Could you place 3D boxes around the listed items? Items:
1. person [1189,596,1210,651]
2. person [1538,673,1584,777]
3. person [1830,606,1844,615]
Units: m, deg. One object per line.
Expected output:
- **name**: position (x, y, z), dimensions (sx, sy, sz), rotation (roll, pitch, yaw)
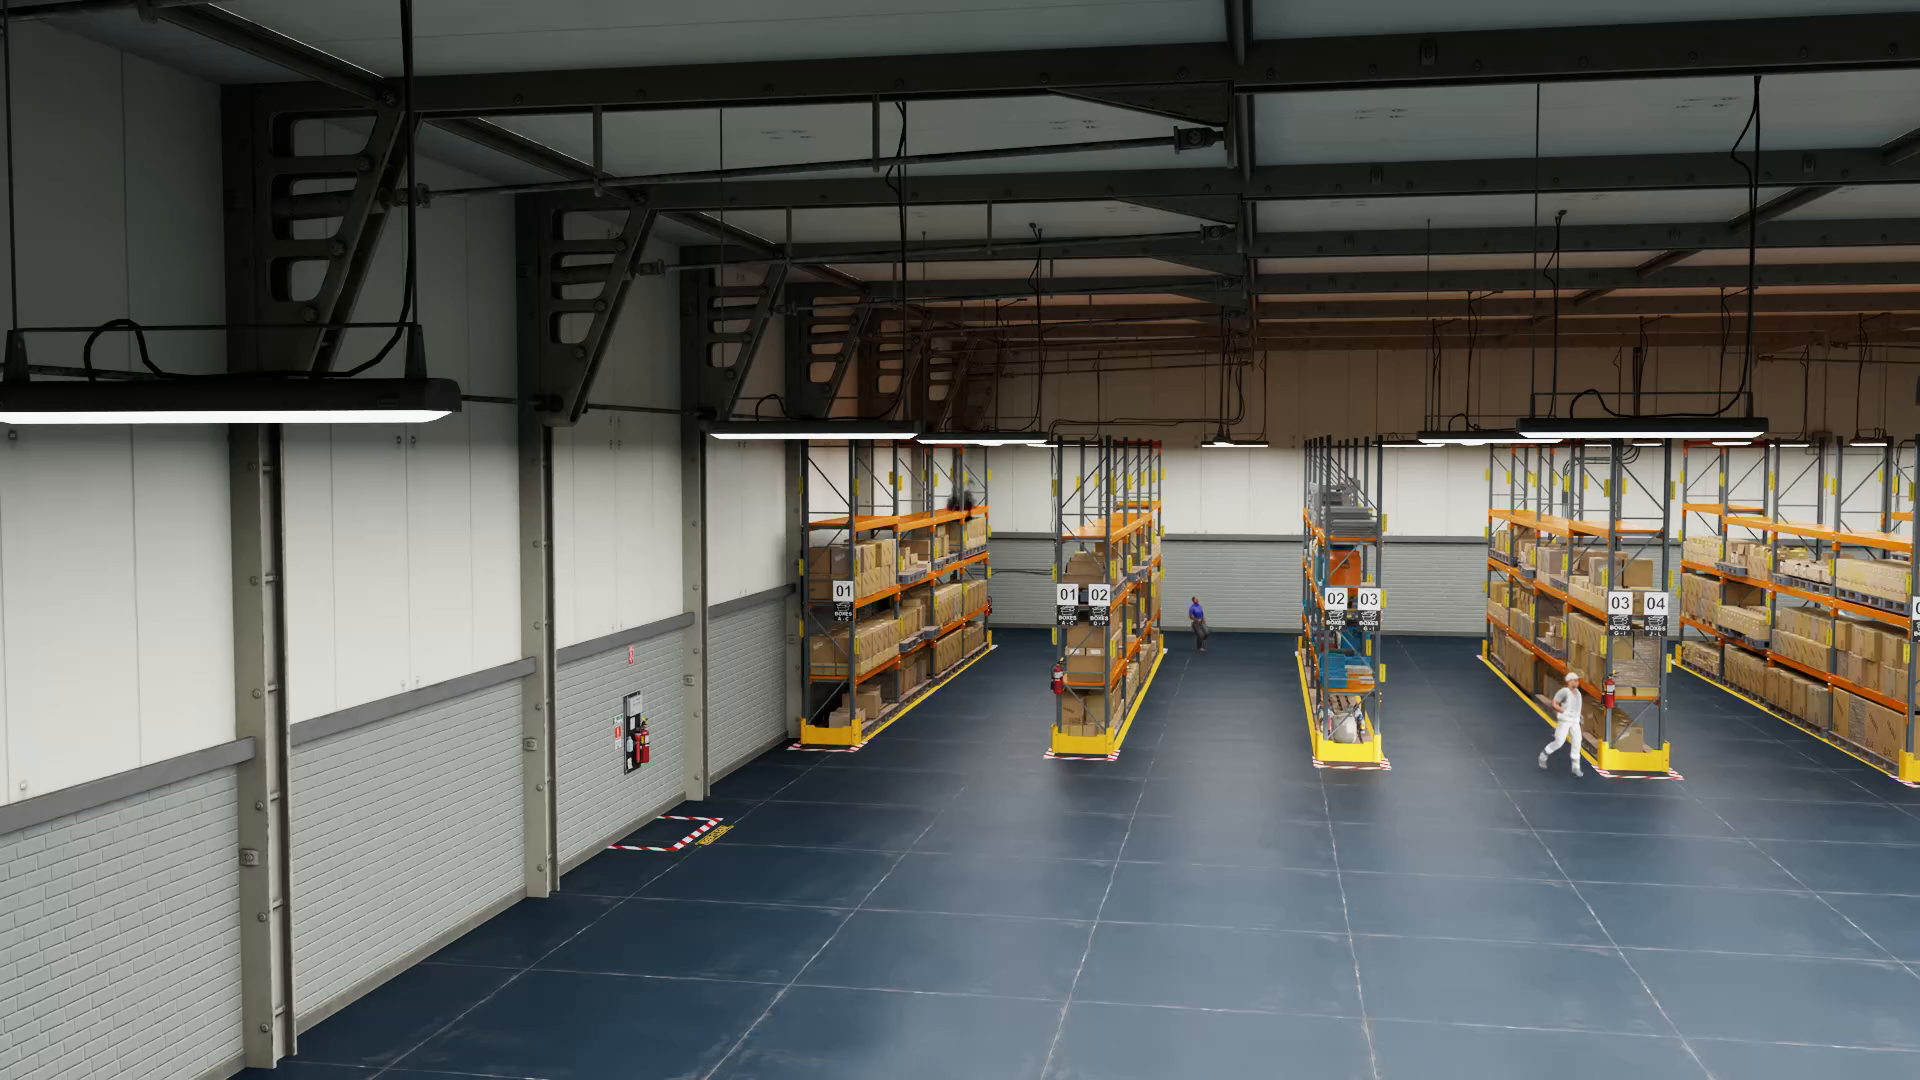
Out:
- **person**: position (6.777, 2.379, 47.107), dimensions (0.605, 1.582, 0.528), rotation (-2, 4, -32)
- **person**: position (10.789, 3.231, 29.400), dimensions (0.718, 1.763, 0.980), rotation (-1, 3, -23)
- **person**: position (23.711, 2.462, 45.072), dimensions (0.675, 1.661, 0.609), rotation (1, 3, 20)
